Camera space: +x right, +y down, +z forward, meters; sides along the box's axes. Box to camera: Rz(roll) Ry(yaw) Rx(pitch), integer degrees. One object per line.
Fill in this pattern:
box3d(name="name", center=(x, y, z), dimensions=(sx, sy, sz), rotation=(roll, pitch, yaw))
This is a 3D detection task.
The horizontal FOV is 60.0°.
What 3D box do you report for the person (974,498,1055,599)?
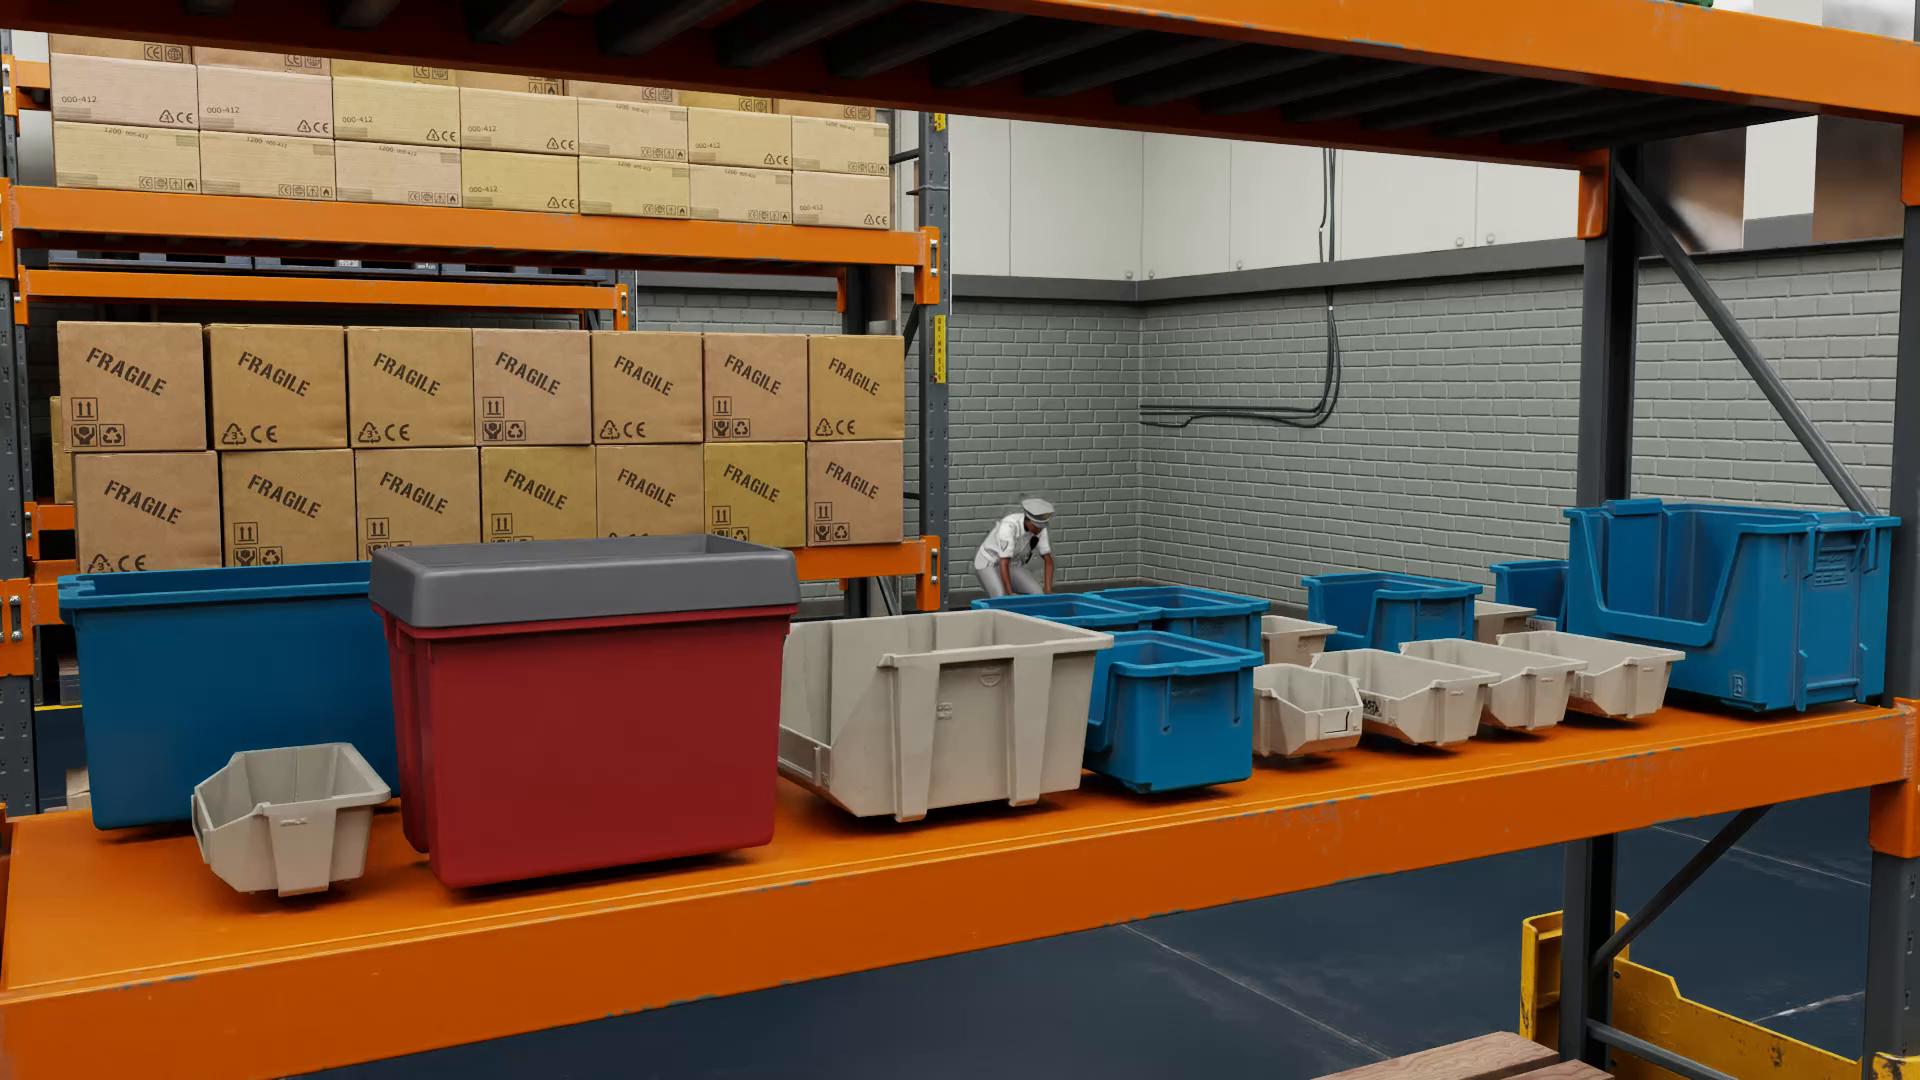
box3d(name="person", center=(0.456, 0.271, 13.012), dimensions=(0.500, 1.217, 0.792), rotation=(-3, 6, -29))
